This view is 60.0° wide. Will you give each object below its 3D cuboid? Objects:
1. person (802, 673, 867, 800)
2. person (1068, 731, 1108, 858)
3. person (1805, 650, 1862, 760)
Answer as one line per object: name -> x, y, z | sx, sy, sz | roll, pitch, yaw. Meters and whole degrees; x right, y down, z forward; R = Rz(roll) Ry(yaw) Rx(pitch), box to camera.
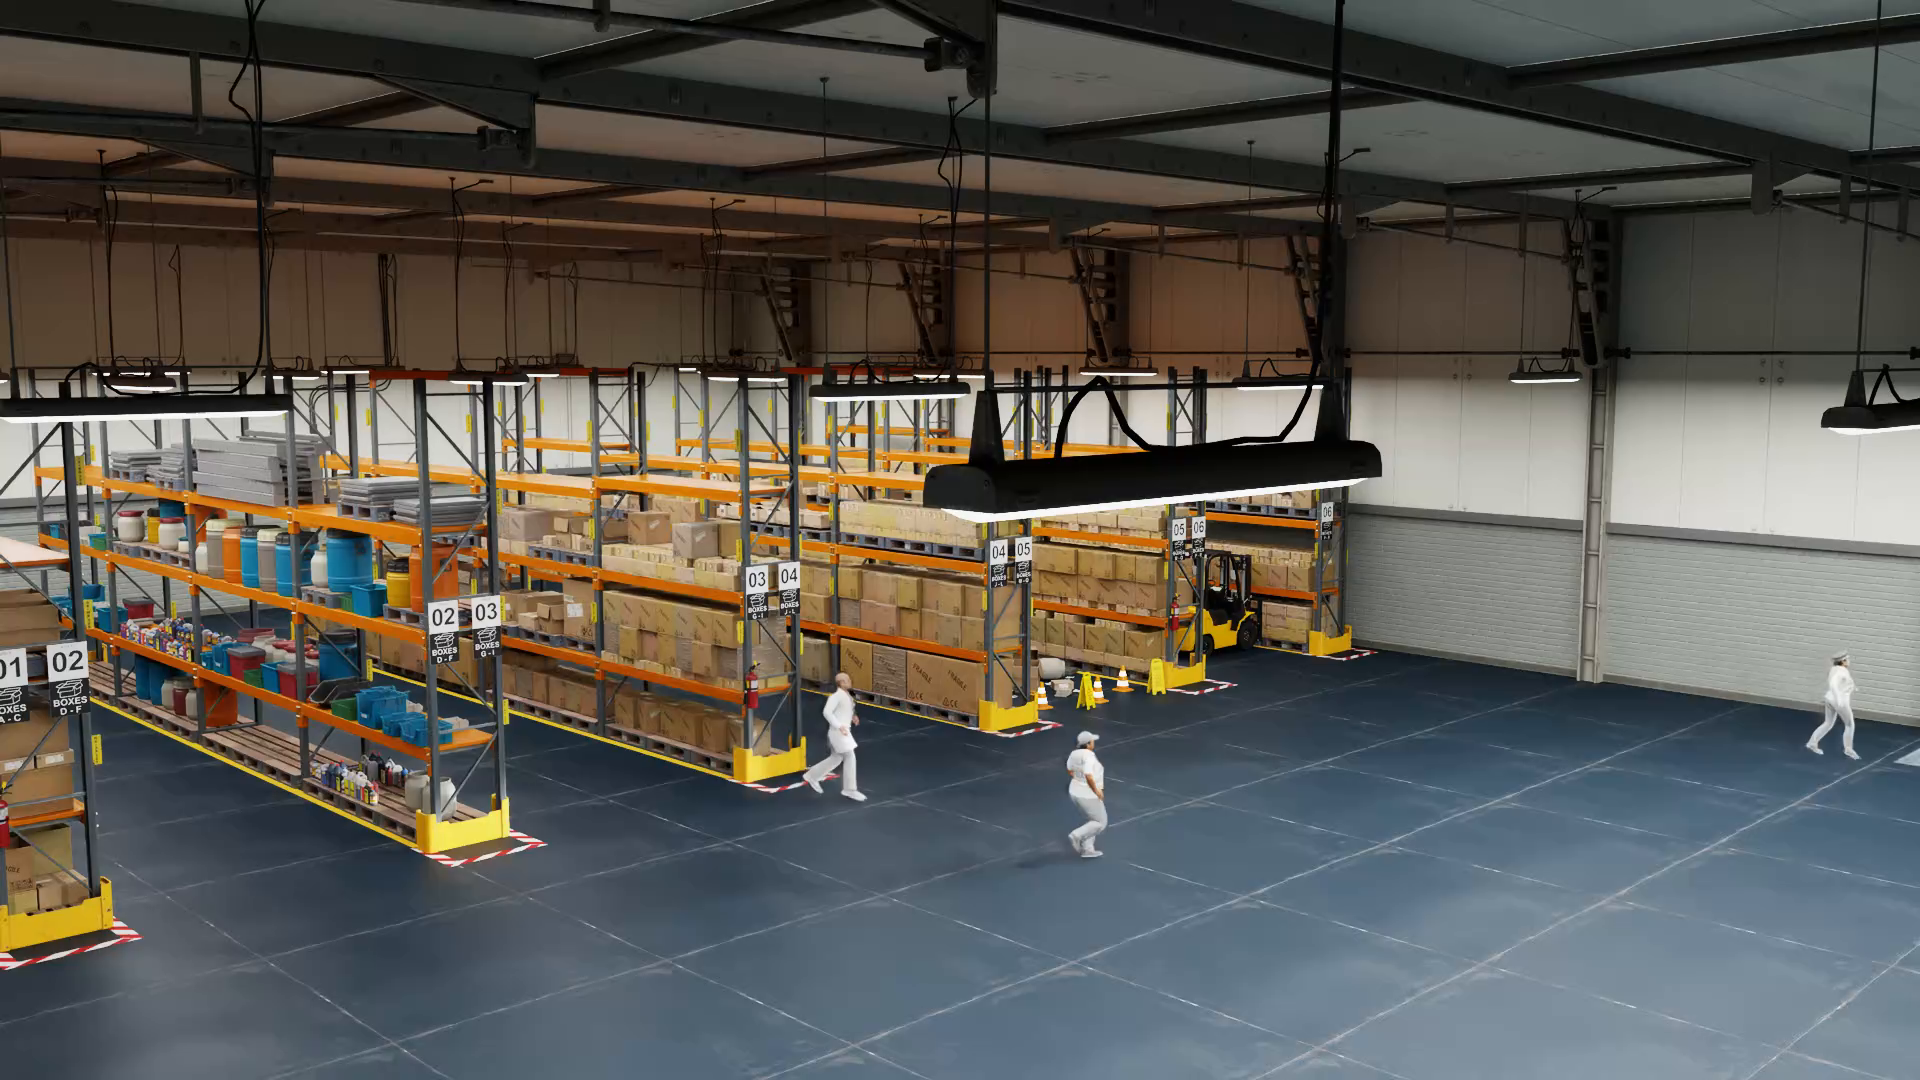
person -> -1.786, 2.780, 23.684 | 0.922, 1.807, 0.717 | 0, 6, -1
person -> 1.551, 3.189, 20.760 | 0.566, 1.620, 0.622 | -4, 7, -29
person -> 13.661, 2.565, 25.951 | 0.812, 1.729, 0.605 | 0, 6, 1
